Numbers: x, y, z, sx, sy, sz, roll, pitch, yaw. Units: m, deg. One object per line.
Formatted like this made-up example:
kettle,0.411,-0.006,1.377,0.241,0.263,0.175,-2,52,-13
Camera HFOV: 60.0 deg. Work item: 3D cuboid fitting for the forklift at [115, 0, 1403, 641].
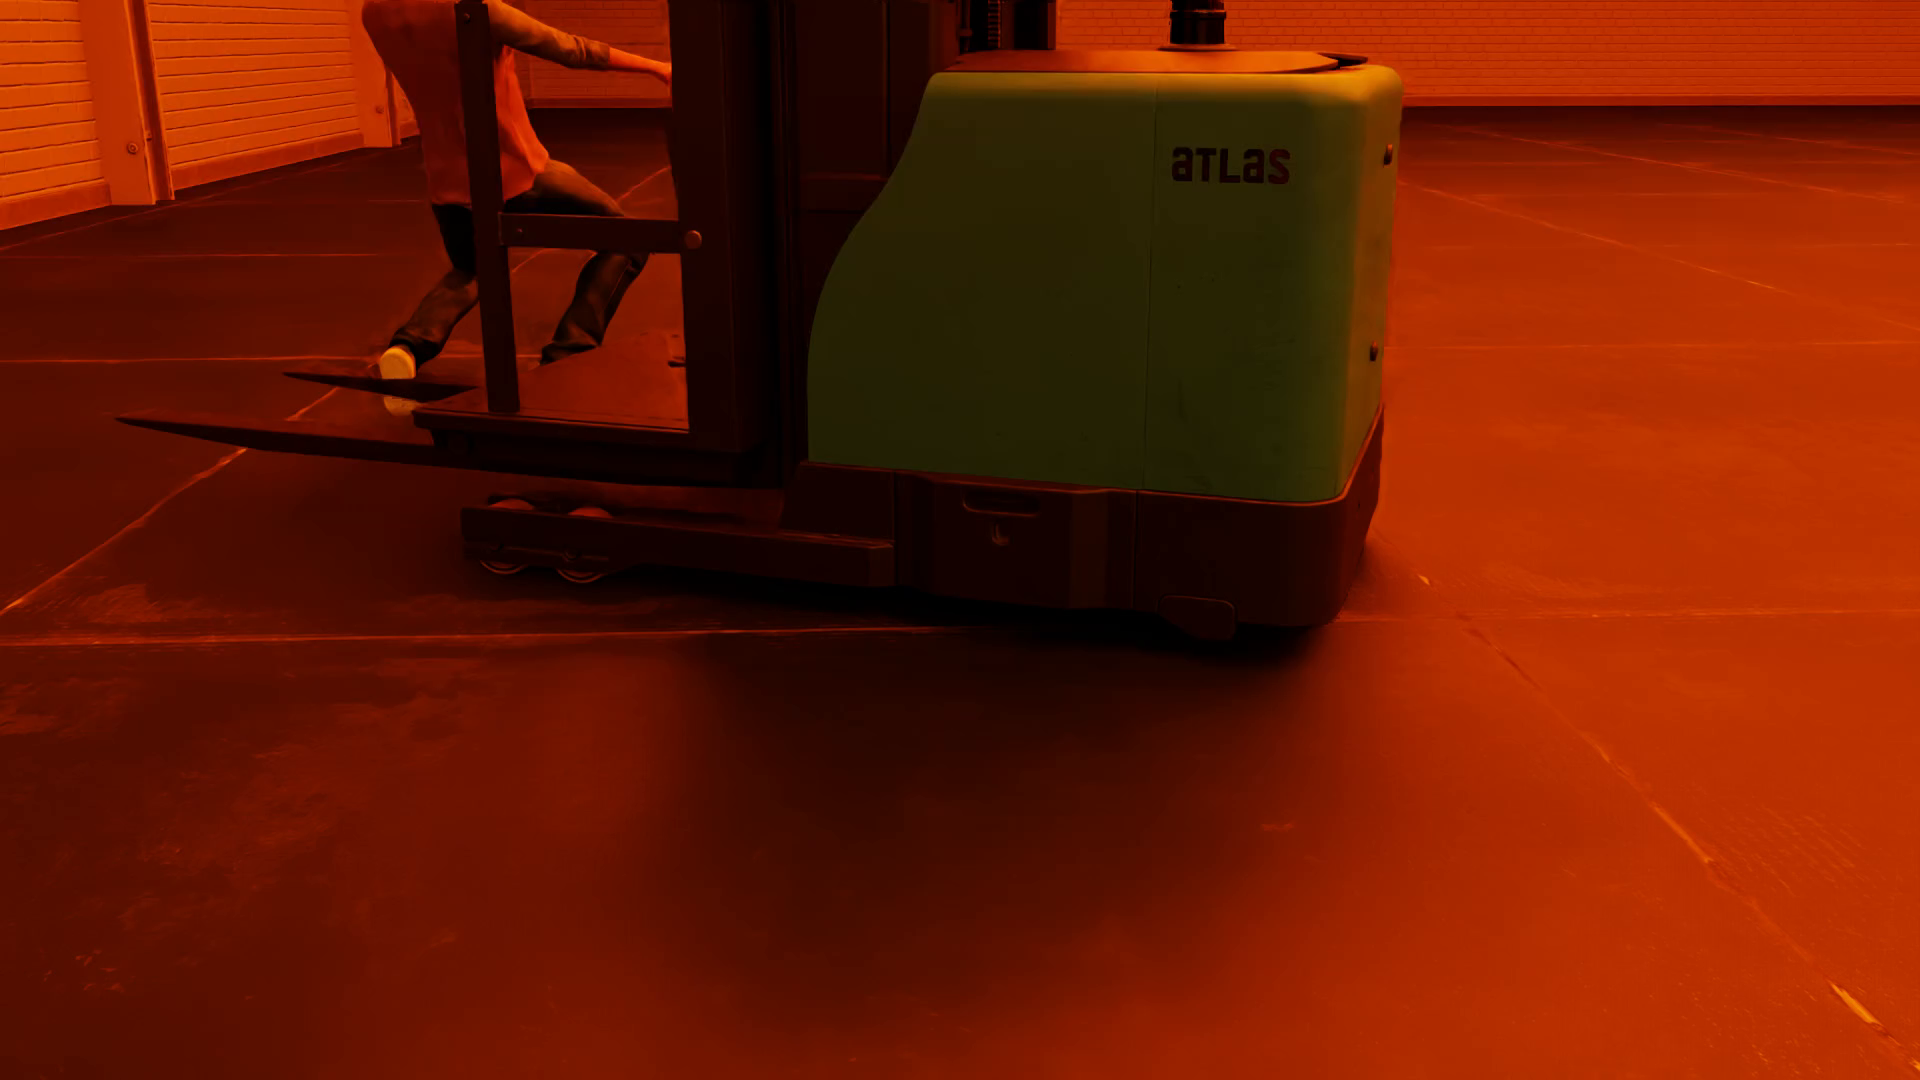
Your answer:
forklift,-0.575,-1.446,3.635,3.031,2.935,1.130,6,18,18

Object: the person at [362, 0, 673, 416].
person,-1.173,-1.035,4.574,0.768,1.367,0.738,6,18,19
